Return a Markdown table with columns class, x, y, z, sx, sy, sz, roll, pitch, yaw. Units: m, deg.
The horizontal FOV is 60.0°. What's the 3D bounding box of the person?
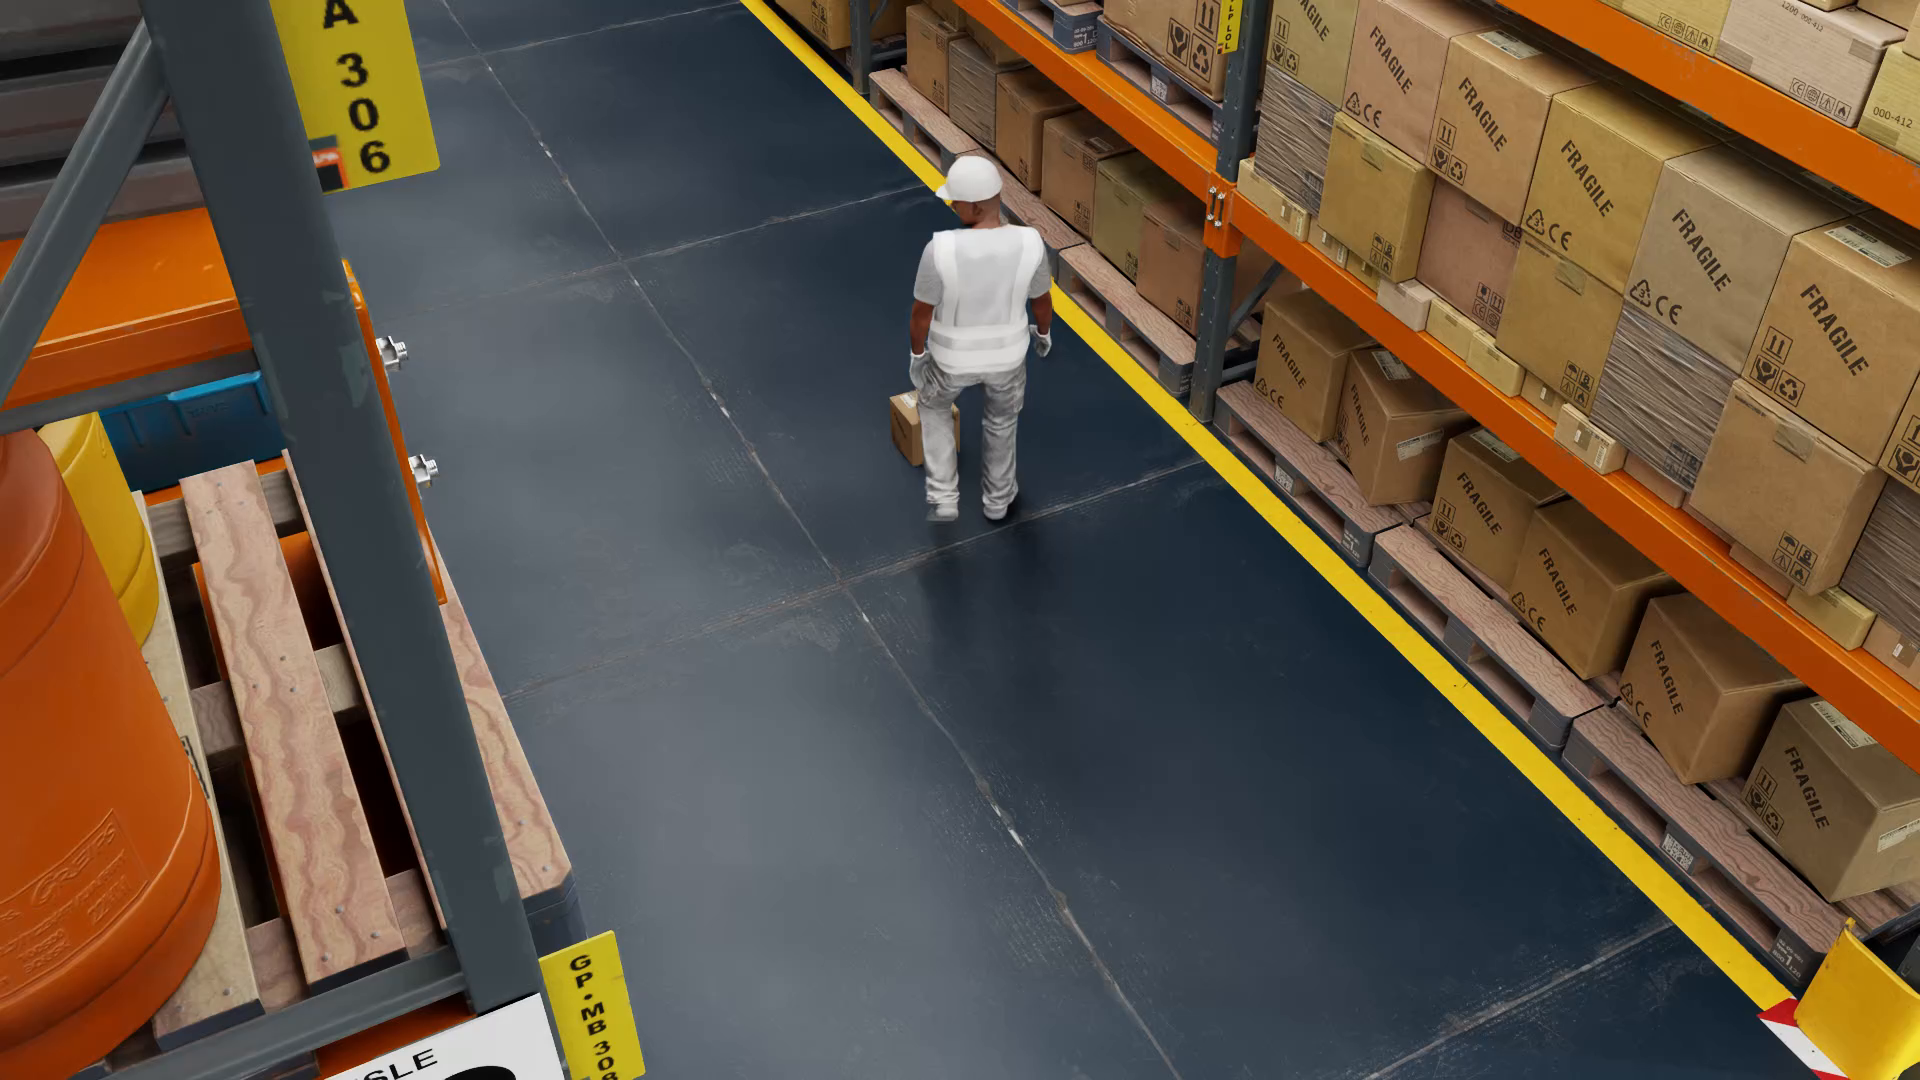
| class | x | y | z | sx | sy | sz | roll | pitch | yaw |
| --- | --- | --- | --- | --- | --- | --- | --- | --- | --- |
| person | 0.092 | -0.783 | 7.015 | 0.622 | 1.778 | 0.517 | -2 | 41 | -3 |
